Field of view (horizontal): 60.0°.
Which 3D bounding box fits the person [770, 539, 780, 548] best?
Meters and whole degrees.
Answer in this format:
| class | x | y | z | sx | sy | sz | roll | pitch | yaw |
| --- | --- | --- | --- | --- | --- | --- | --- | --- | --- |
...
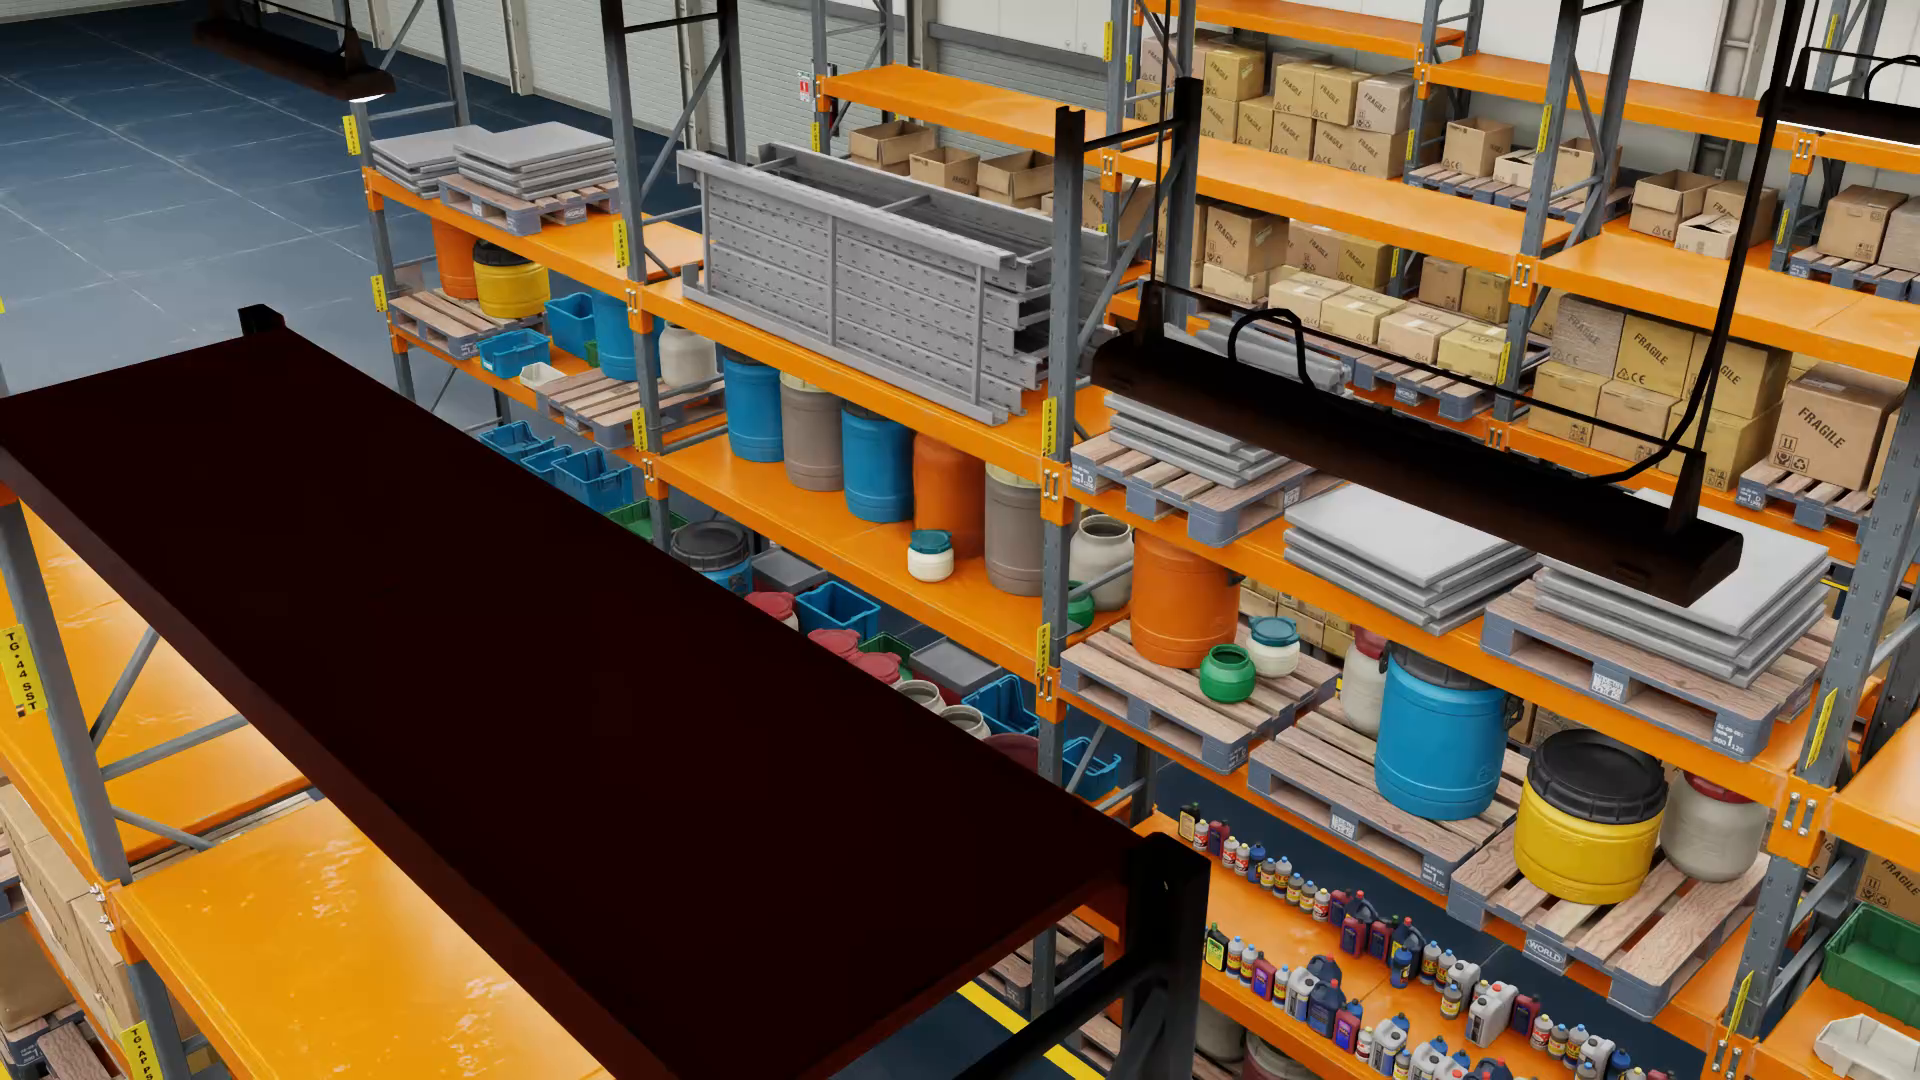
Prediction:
| class | x | y | z | sx | sy | sz | roll | pitch | yaw |
| --- | --- | --- | --- | --- | --- | --- | --- | --- | --- |
| person | -1.974 | -0.707 | 16.474 | 0.712 | 1.669 | 0.464 | 21 | 35 | 34 |
